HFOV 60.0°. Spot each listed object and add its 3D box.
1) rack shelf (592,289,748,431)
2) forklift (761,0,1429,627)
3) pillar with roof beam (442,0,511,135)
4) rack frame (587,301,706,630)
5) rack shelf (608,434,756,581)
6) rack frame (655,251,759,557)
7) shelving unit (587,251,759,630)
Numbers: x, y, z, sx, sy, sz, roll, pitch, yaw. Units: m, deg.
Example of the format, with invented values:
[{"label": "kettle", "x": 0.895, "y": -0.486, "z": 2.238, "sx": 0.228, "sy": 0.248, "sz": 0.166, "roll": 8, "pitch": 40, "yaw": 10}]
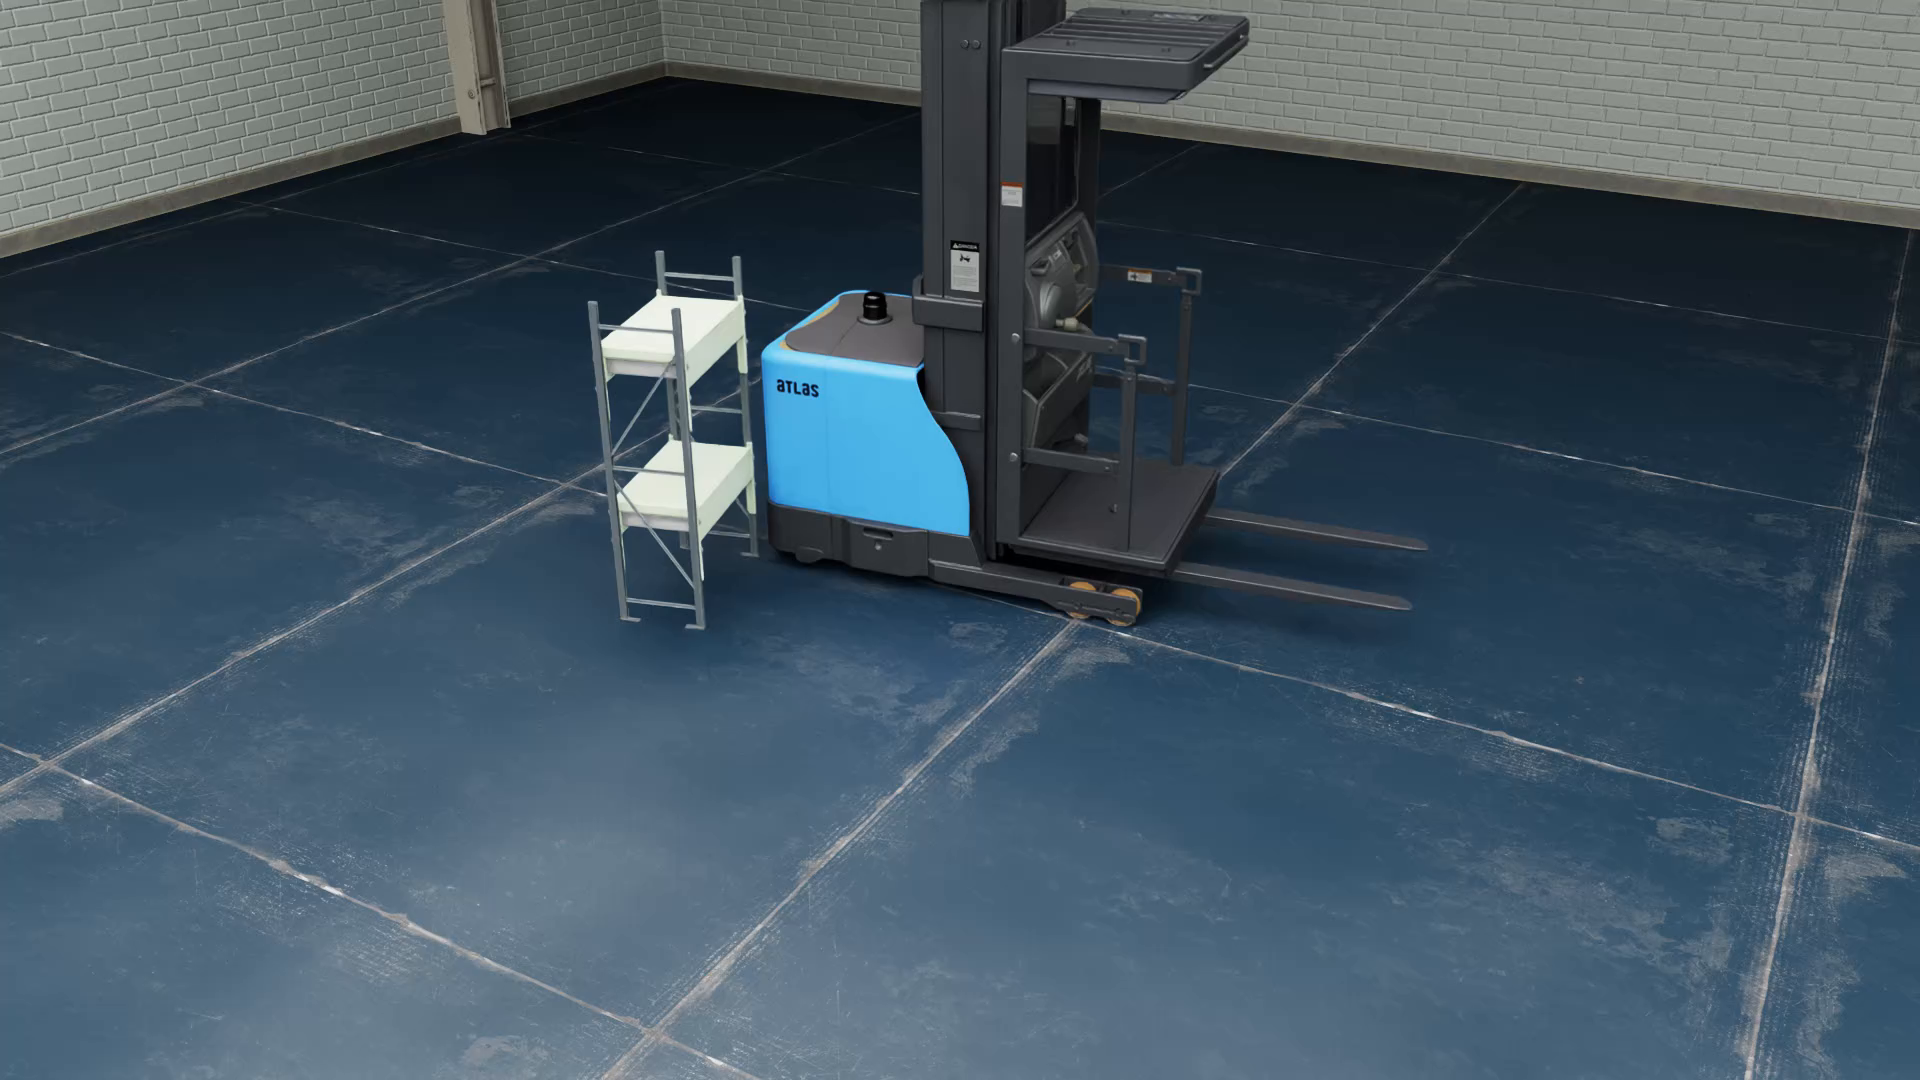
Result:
[{"label": "rack shelf", "x": -1.257, "y": -0.802, "z": 7.304, "sx": 0.431, "sy": 0.370, "sz": 0.720, "roll": 6, "pitch": 27, "yaw": 11}, {"label": "forklift", "x": 0.643, "y": -1.191, "z": 7.355, "sx": 3.031, "sy": 2.935, "sz": 1.130, "roll": 10, "pitch": 28, "yaw": 18}, {"label": "pillar with roof beam", "x": -0.898, "y": -7.099, "z": 12.379, "sx": 9.100, "sy": 9.000, "sz": 0.400, "roll": 14, "pitch": 30, "yaw": 26}, {"label": "rack frame", "x": -1.338, "y": -0.293, "z": 7.159, "sx": 0.400, "sy": 1.500, "sz": 0.023, "roll": 6, "pitch": 27, "yaw": 11}, {"label": "rack shelf", "x": -1.257, "y": -0.161, "z": 7.624, "sx": 0.431, "sy": 0.370, "sz": 0.720, "roll": 6, "pitch": 27, "yaw": 11}, {"label": "rack frame", "x": -1.176, "y": -0.612, "z": 7.798, "sx": 0.400, "sy": 1.500, "sz": 0.023, "roll": 6, "pitch": 27, "yaw": 11}, {"label": "shelving unit", "x": -1.257, "y": -0.453, "z": 7.478, "sx": 0.431, "sy": 1.500, "sz": 0.755, "roll": 6, "pitch": 27, "yaw": 11}]
